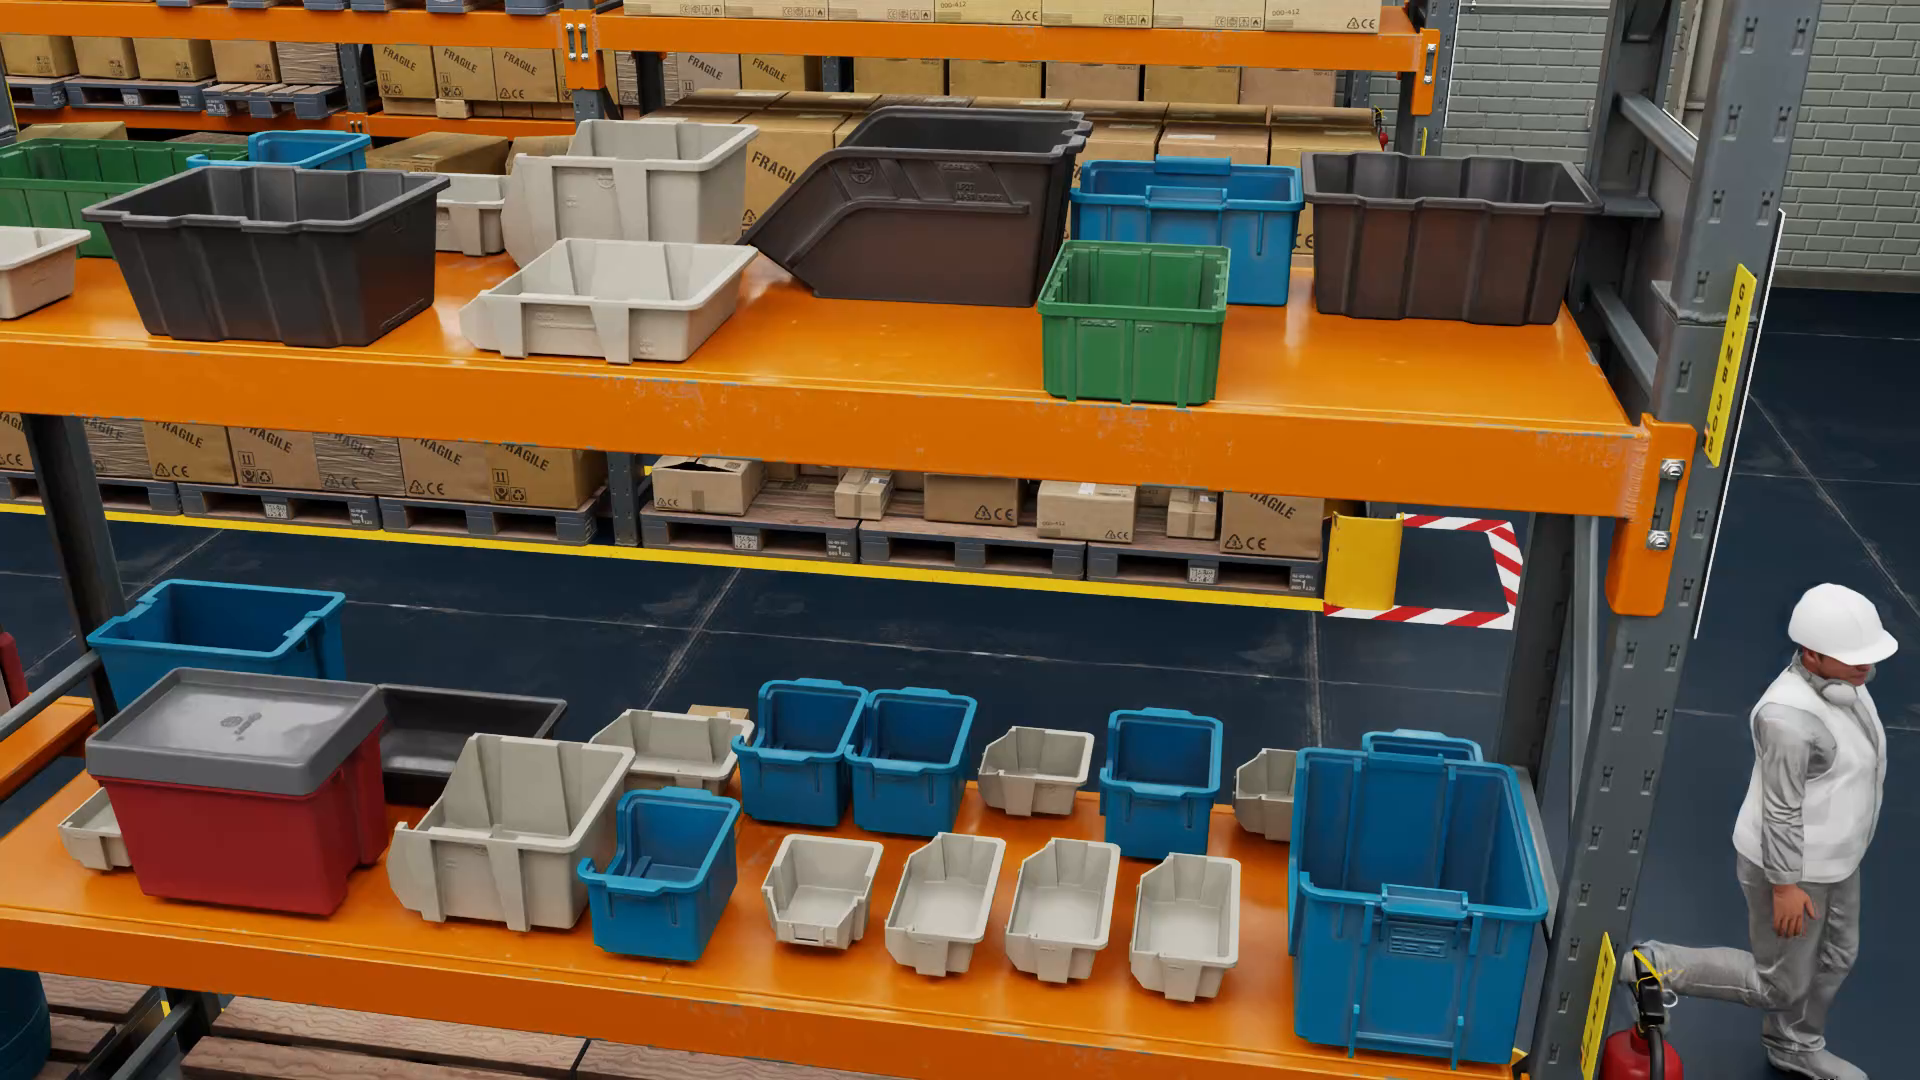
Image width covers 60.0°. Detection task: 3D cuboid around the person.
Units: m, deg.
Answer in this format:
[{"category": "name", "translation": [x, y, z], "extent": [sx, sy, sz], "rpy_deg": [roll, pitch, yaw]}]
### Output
[{"category": "person", "translation": [2.513, 0.918, 5.058], "extent": [0.743, 1.742, 0.555], "rpy_deg": [20, 31, 36]}]
